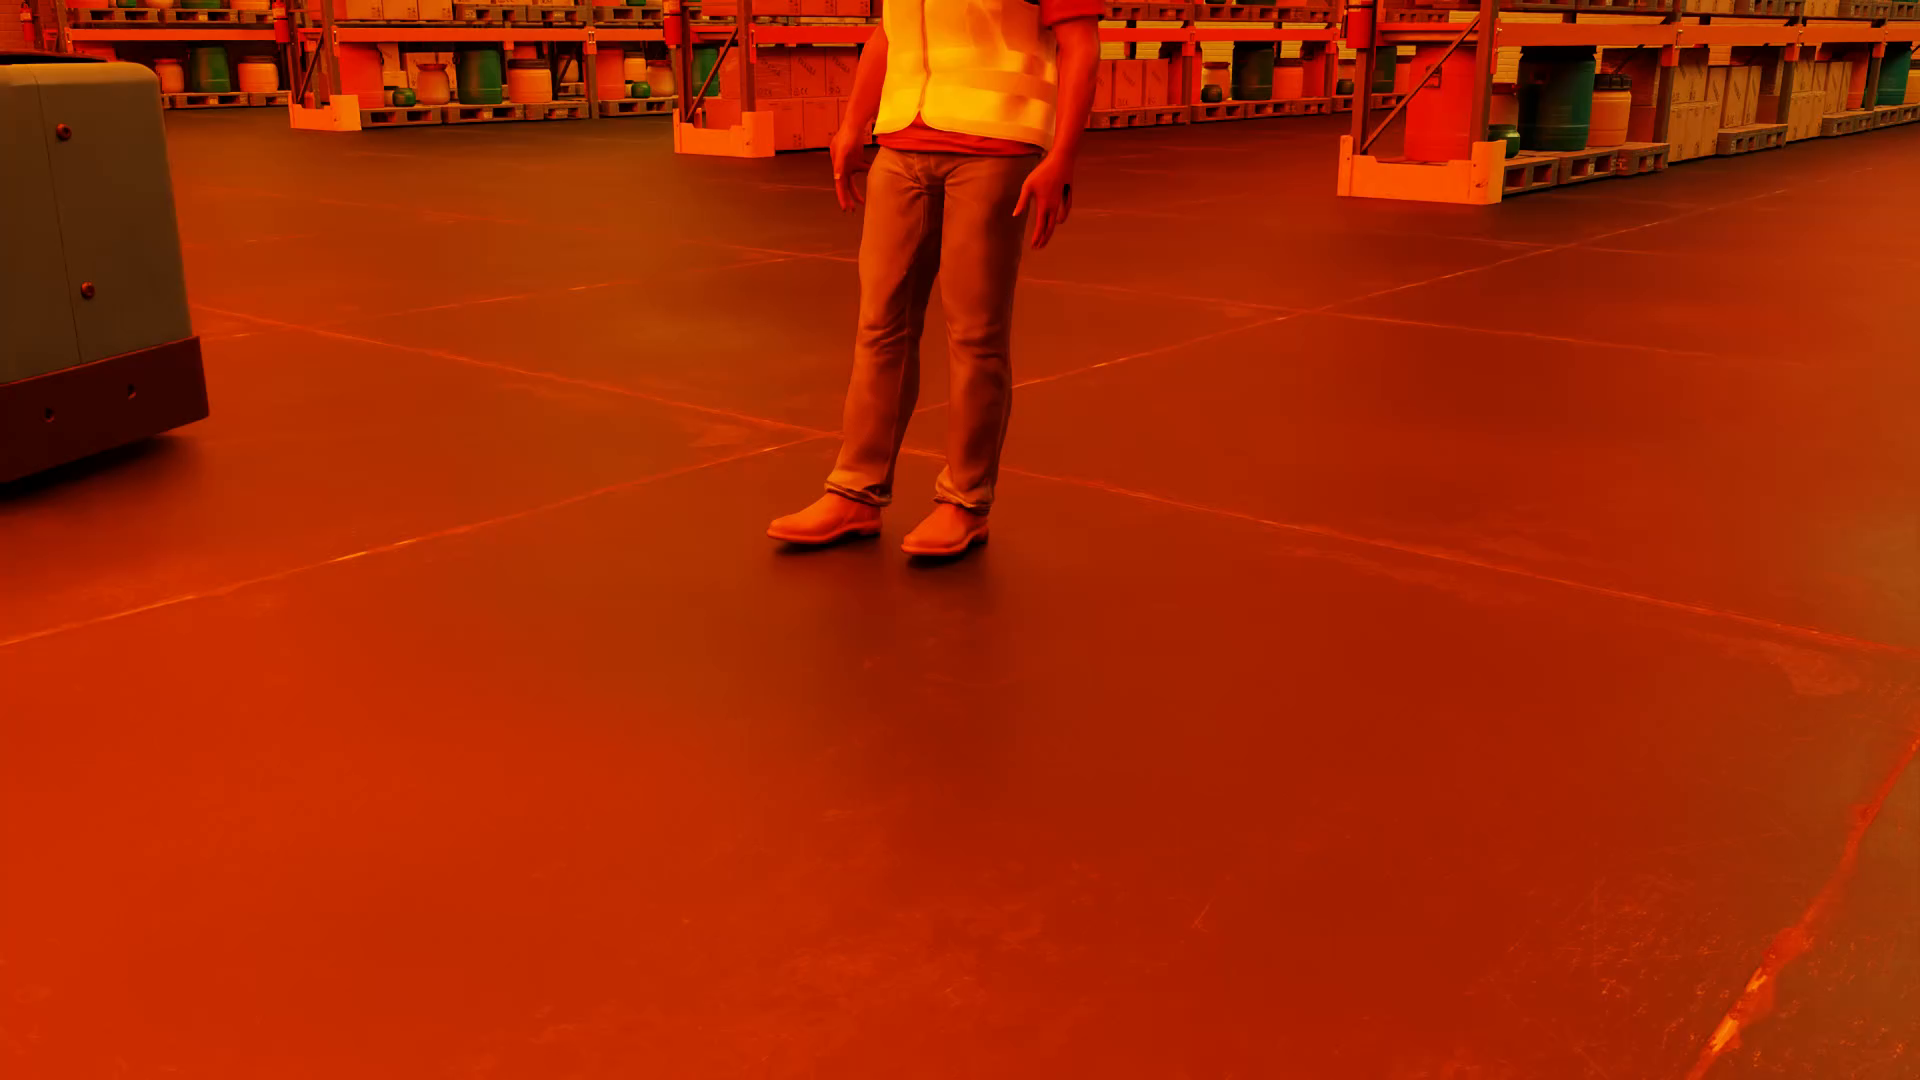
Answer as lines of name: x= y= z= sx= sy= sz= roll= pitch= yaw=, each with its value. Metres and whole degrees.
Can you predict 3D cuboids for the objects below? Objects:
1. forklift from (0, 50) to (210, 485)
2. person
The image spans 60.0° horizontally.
forklift: x=-3.782 y=-1.671 z=4.400 sx=3.031 sy=2.935 sz=1.130 roll=4 pitch=17 yaw=13
person: x=-0.049 y=-0.838 z=3.635 sx=0.665 sy=1.768 sz=0.575 roll=13 pitch=21 yaw=37
